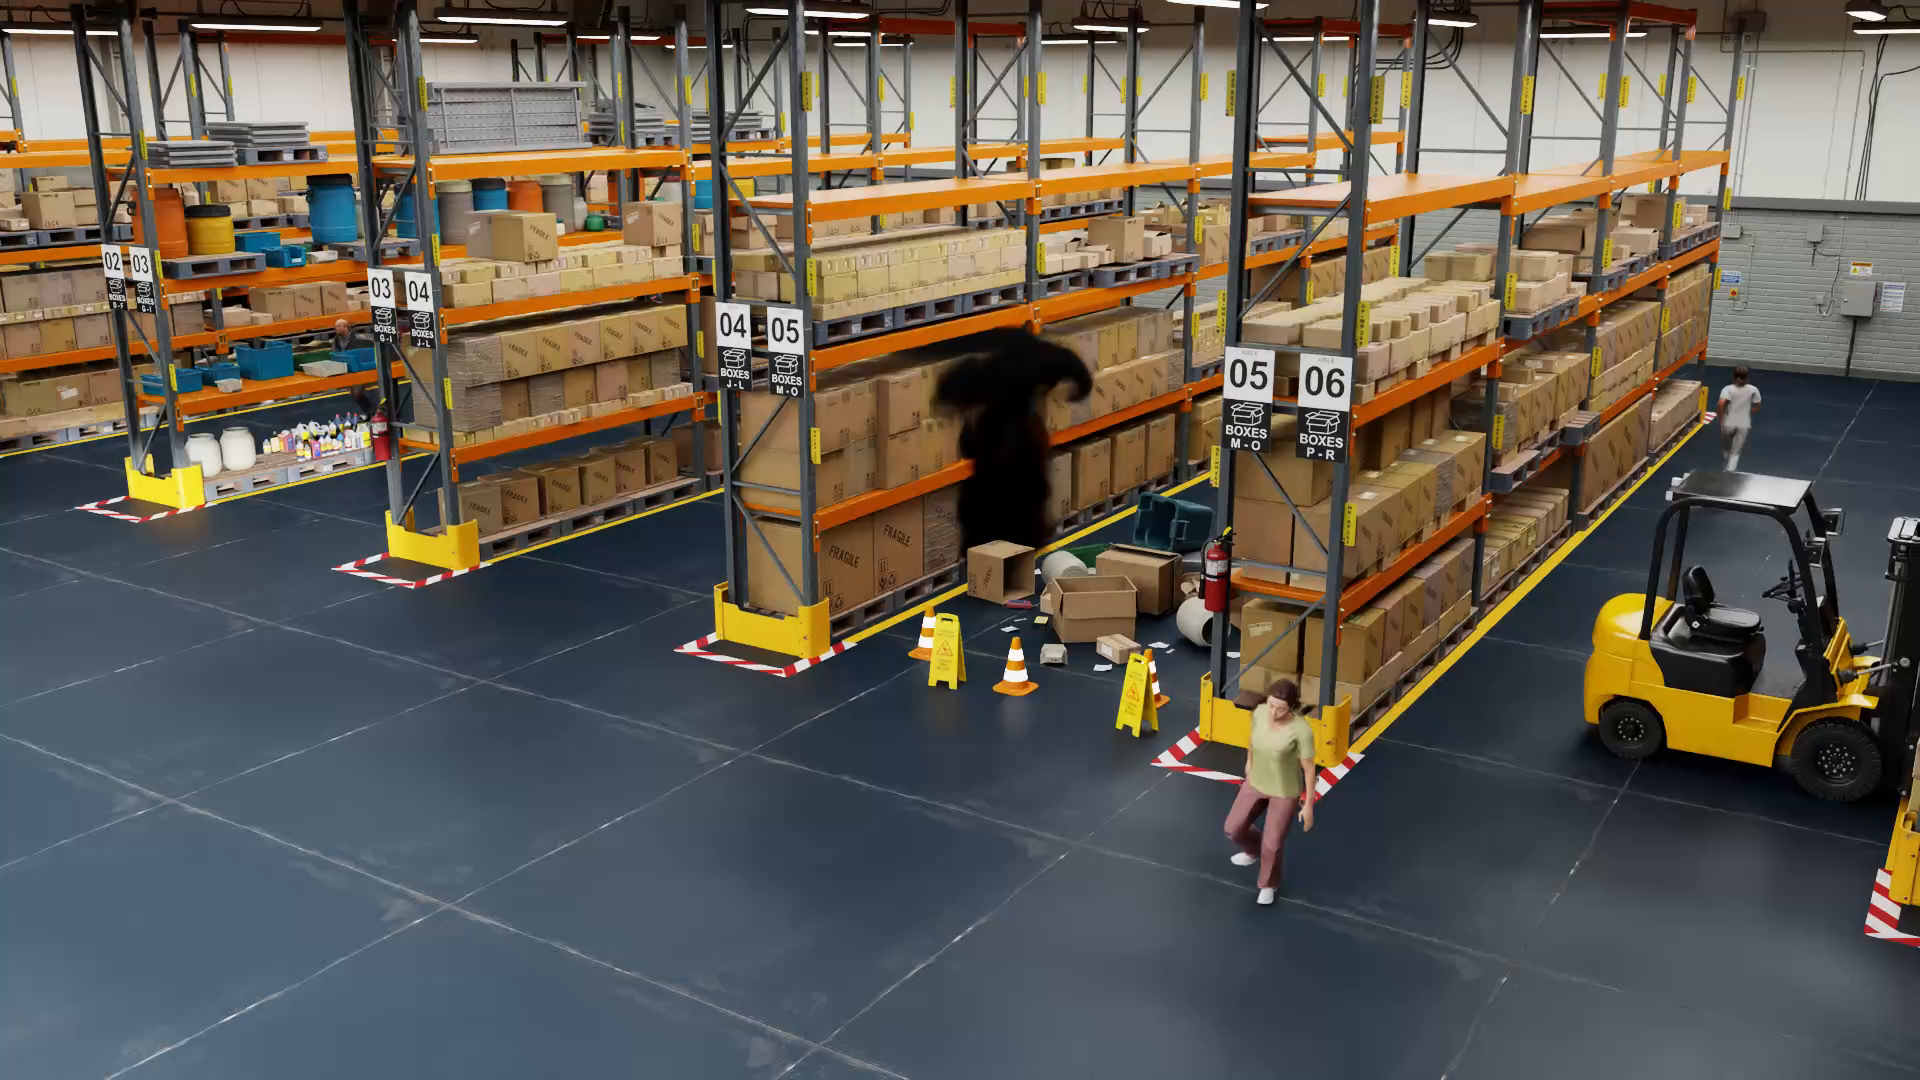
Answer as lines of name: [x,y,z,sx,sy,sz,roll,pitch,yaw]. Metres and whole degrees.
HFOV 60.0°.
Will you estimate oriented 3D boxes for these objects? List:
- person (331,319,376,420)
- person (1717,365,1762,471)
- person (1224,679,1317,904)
person: [-9.298,-2.596,25.519,0.666,1.619,0.883,4,16,16]
person: [9.876,-1.387,21.136,0.542,1.636,0.832,6,17,20]
person: [2.011,1.559,10.609,0.721,1.594,0.614,12,20,37]
